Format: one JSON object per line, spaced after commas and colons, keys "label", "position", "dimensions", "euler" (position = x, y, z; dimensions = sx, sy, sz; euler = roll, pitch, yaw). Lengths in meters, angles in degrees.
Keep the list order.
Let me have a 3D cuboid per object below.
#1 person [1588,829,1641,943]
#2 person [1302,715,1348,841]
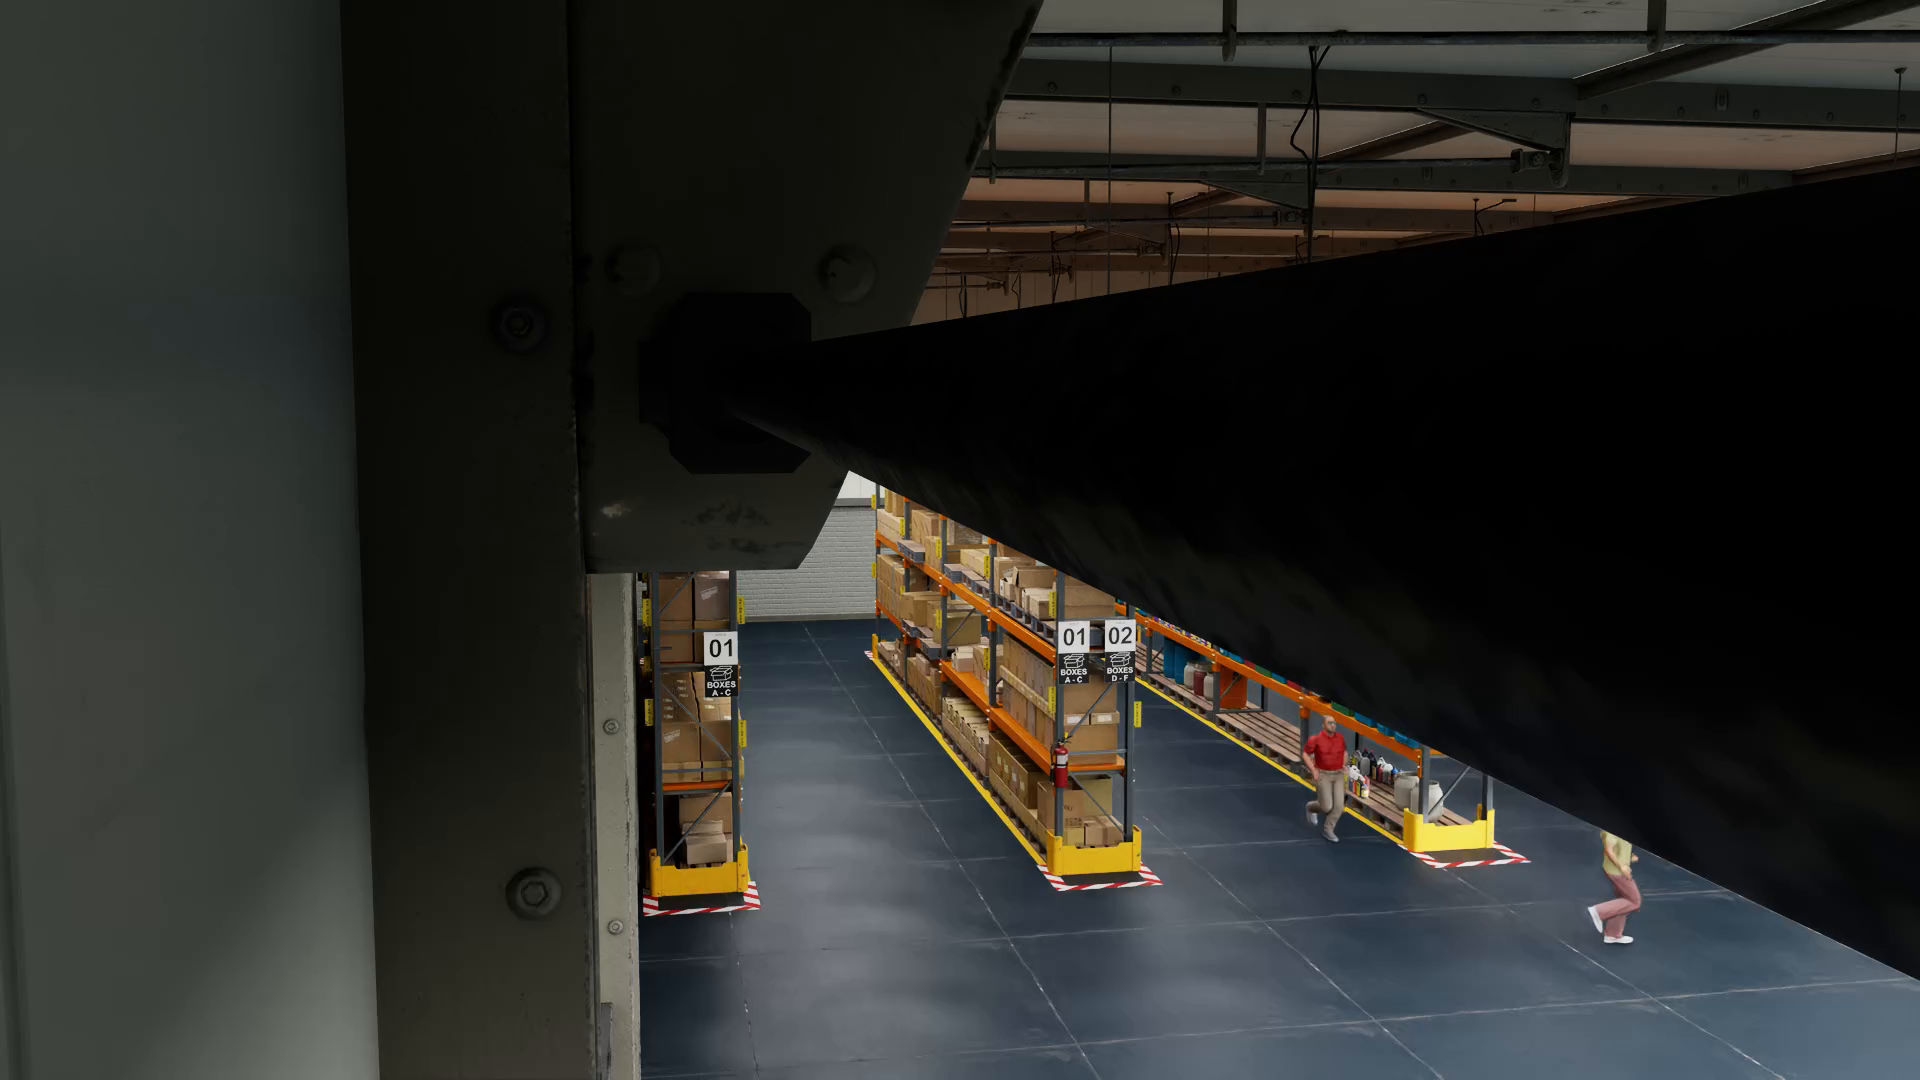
{"label": "person", "position": [7.215, 3.647, 18.339], "dimensions": [0.558, 1.621, 0.580], "euler": [1, 6, 8]}
{"label": "person", "position": [4.969, 3.196, 22.461], "dimensions": [0.664, 1.680, 0.559], "euler": [-2, 6, -16]}
